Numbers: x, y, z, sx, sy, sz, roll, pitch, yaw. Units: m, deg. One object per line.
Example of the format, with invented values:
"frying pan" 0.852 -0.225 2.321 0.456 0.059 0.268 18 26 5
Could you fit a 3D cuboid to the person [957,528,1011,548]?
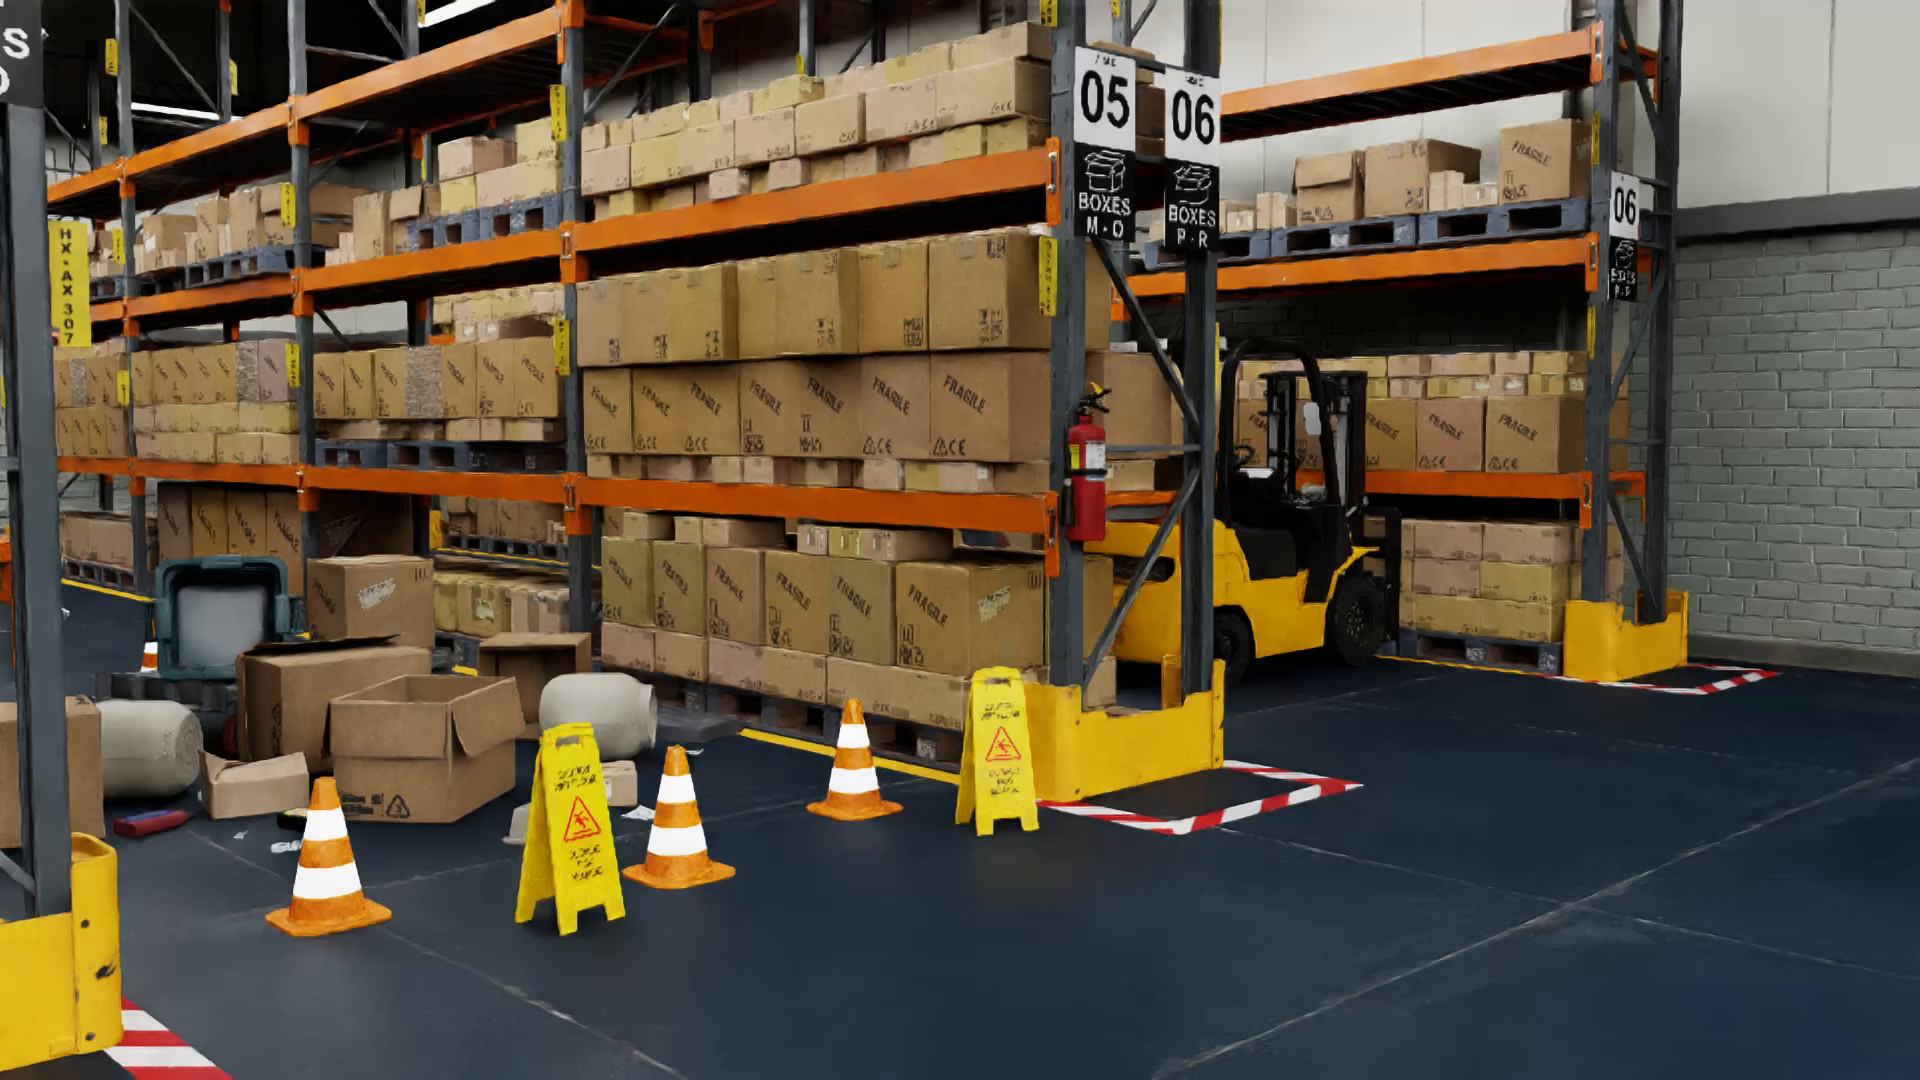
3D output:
"person" 0.157 -0.054 11.646 0.525 1.752 0.689 -1 4 -8
